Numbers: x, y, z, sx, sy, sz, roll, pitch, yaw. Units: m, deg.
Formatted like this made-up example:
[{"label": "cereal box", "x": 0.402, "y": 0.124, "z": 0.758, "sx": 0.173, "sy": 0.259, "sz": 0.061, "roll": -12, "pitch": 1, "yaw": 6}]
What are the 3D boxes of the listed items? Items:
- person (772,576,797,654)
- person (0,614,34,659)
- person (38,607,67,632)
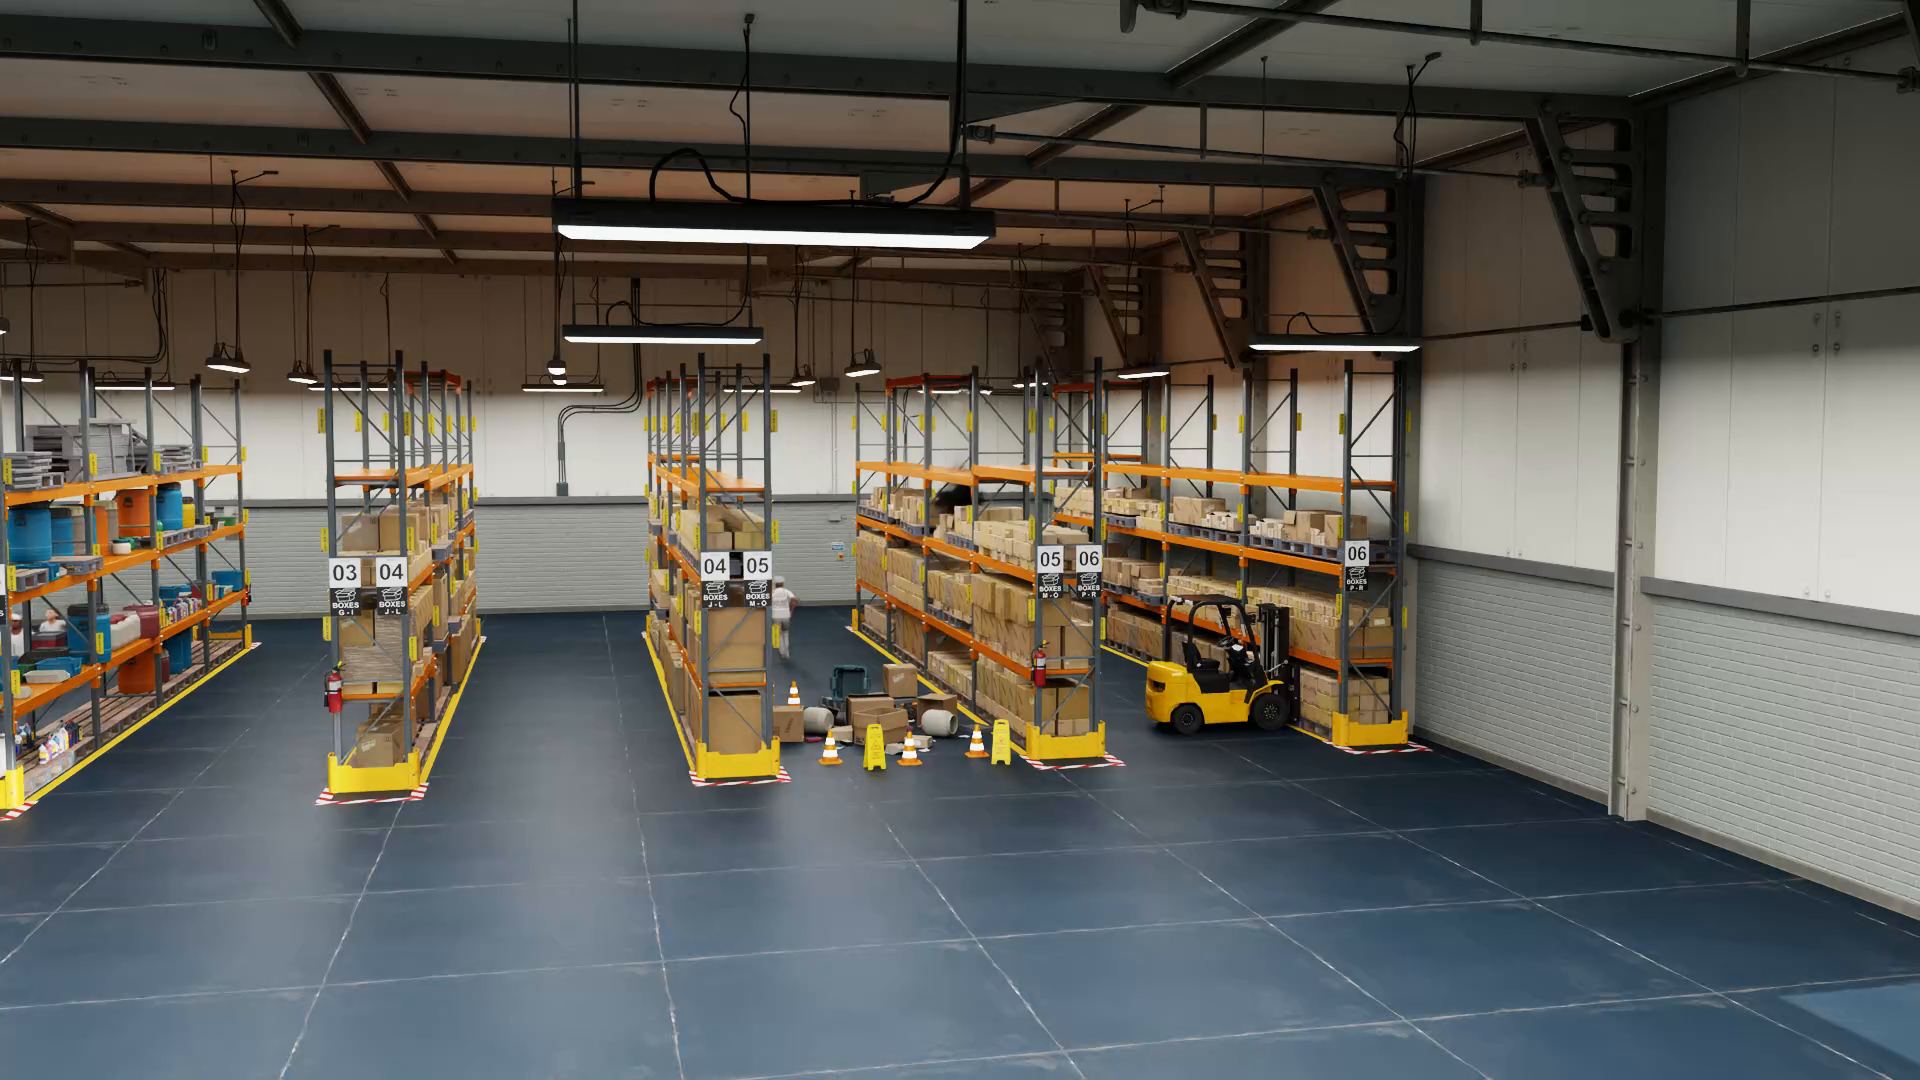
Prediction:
[{"label": "person", "x": -3.827, "y": 1.588, "z": 35.352, "sx": 0.641, "sy": 1.638, "sz": 0.765, "roll": -1, "pitch": 4, "yaw": -16}, {"label": "person", "x": -16.390, "y": 2.130, "z": 28.900, "sx": 0.671, "sy": 1.722, "sz": 0.571, "roll": -2, "pitch": 4, "yaw": -21}, {"label": "person", "x": -16.598, "y": 2.037, "z": 30.556, "sx": 0.574, "sy": 1.636, "sz": 0.833, "roll": 0, "pitch": 4, "yaw": -2}]
